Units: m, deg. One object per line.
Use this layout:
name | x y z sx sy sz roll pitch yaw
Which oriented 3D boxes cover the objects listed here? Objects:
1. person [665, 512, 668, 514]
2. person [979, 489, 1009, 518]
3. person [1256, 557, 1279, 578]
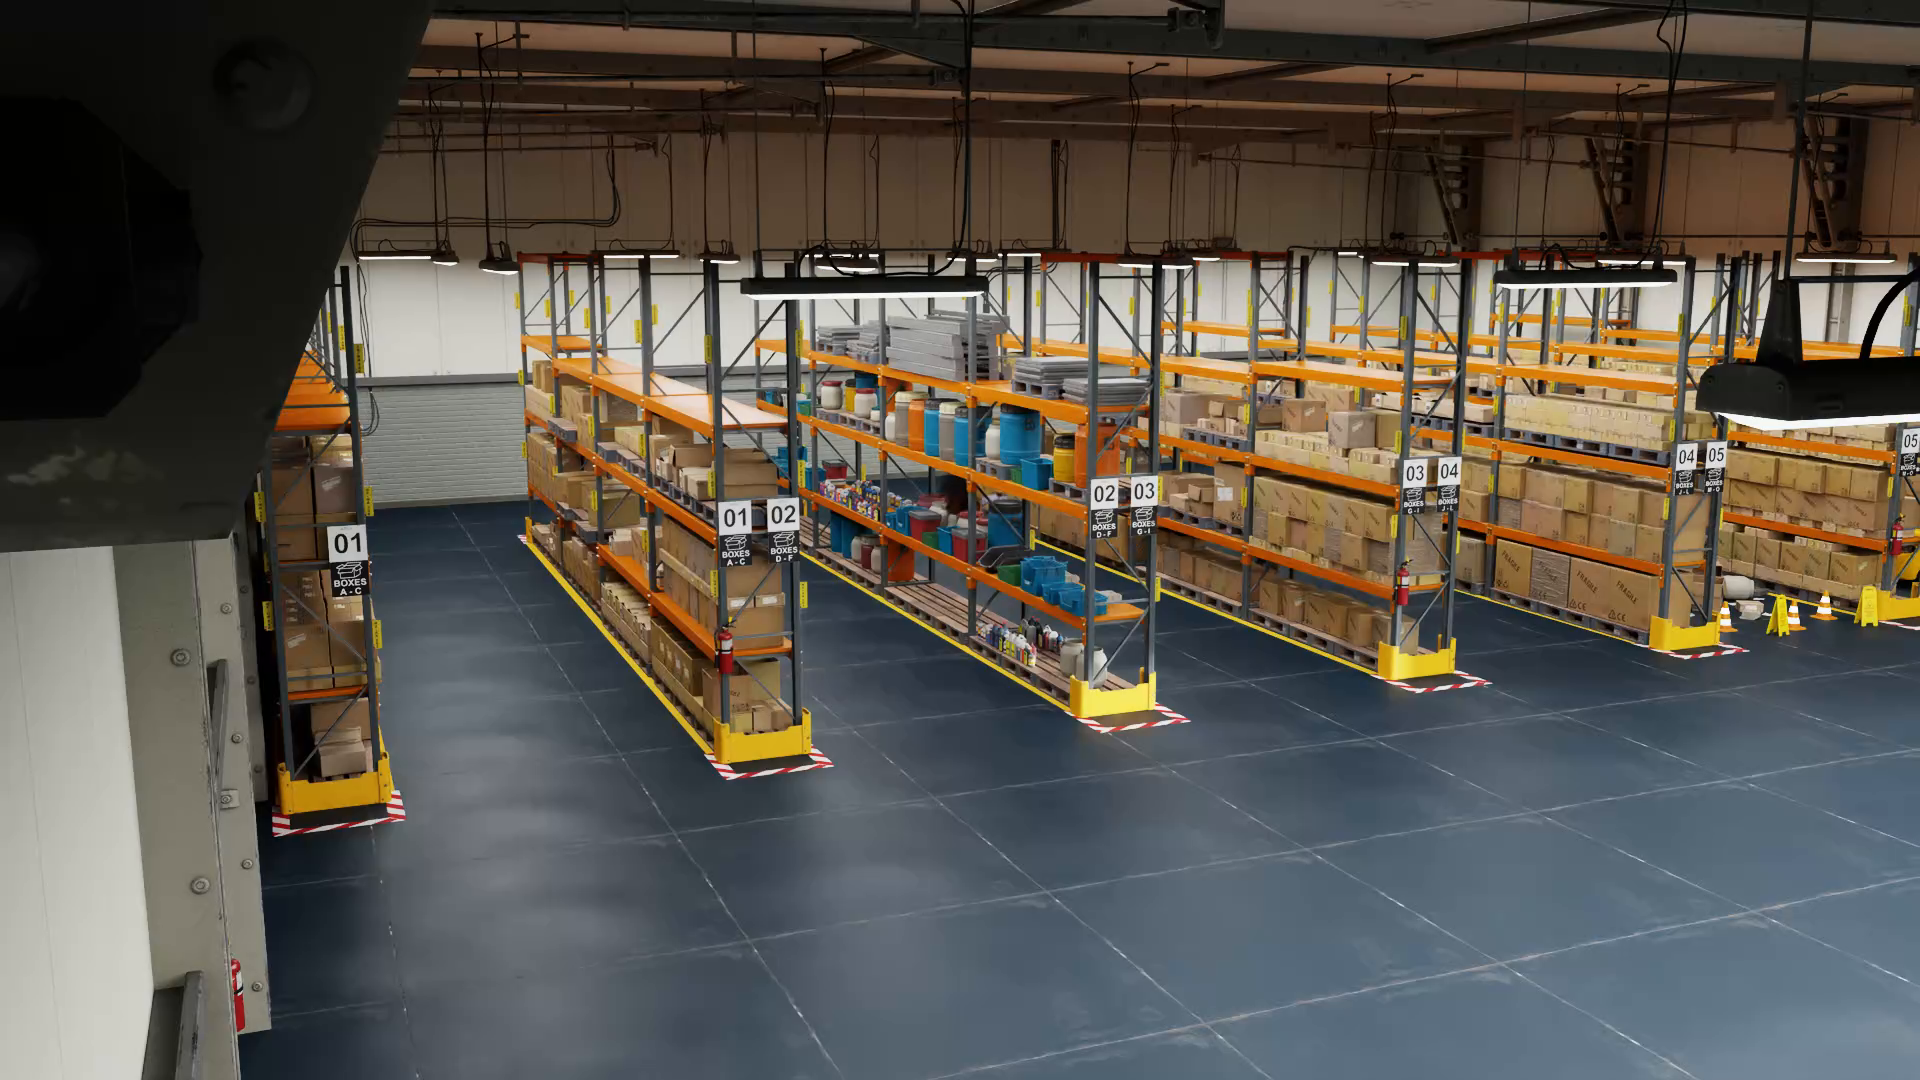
person | -5.784 -0.575 33.586 0.598 1.659 0.535 -6 12 -29
person | 0.718 -0.312 31.975 0.571 1.618 0.829 -7 12 -33
person | 5.797 -0.132 30.951 0.728 1.833 0.787 -4 11 -22
